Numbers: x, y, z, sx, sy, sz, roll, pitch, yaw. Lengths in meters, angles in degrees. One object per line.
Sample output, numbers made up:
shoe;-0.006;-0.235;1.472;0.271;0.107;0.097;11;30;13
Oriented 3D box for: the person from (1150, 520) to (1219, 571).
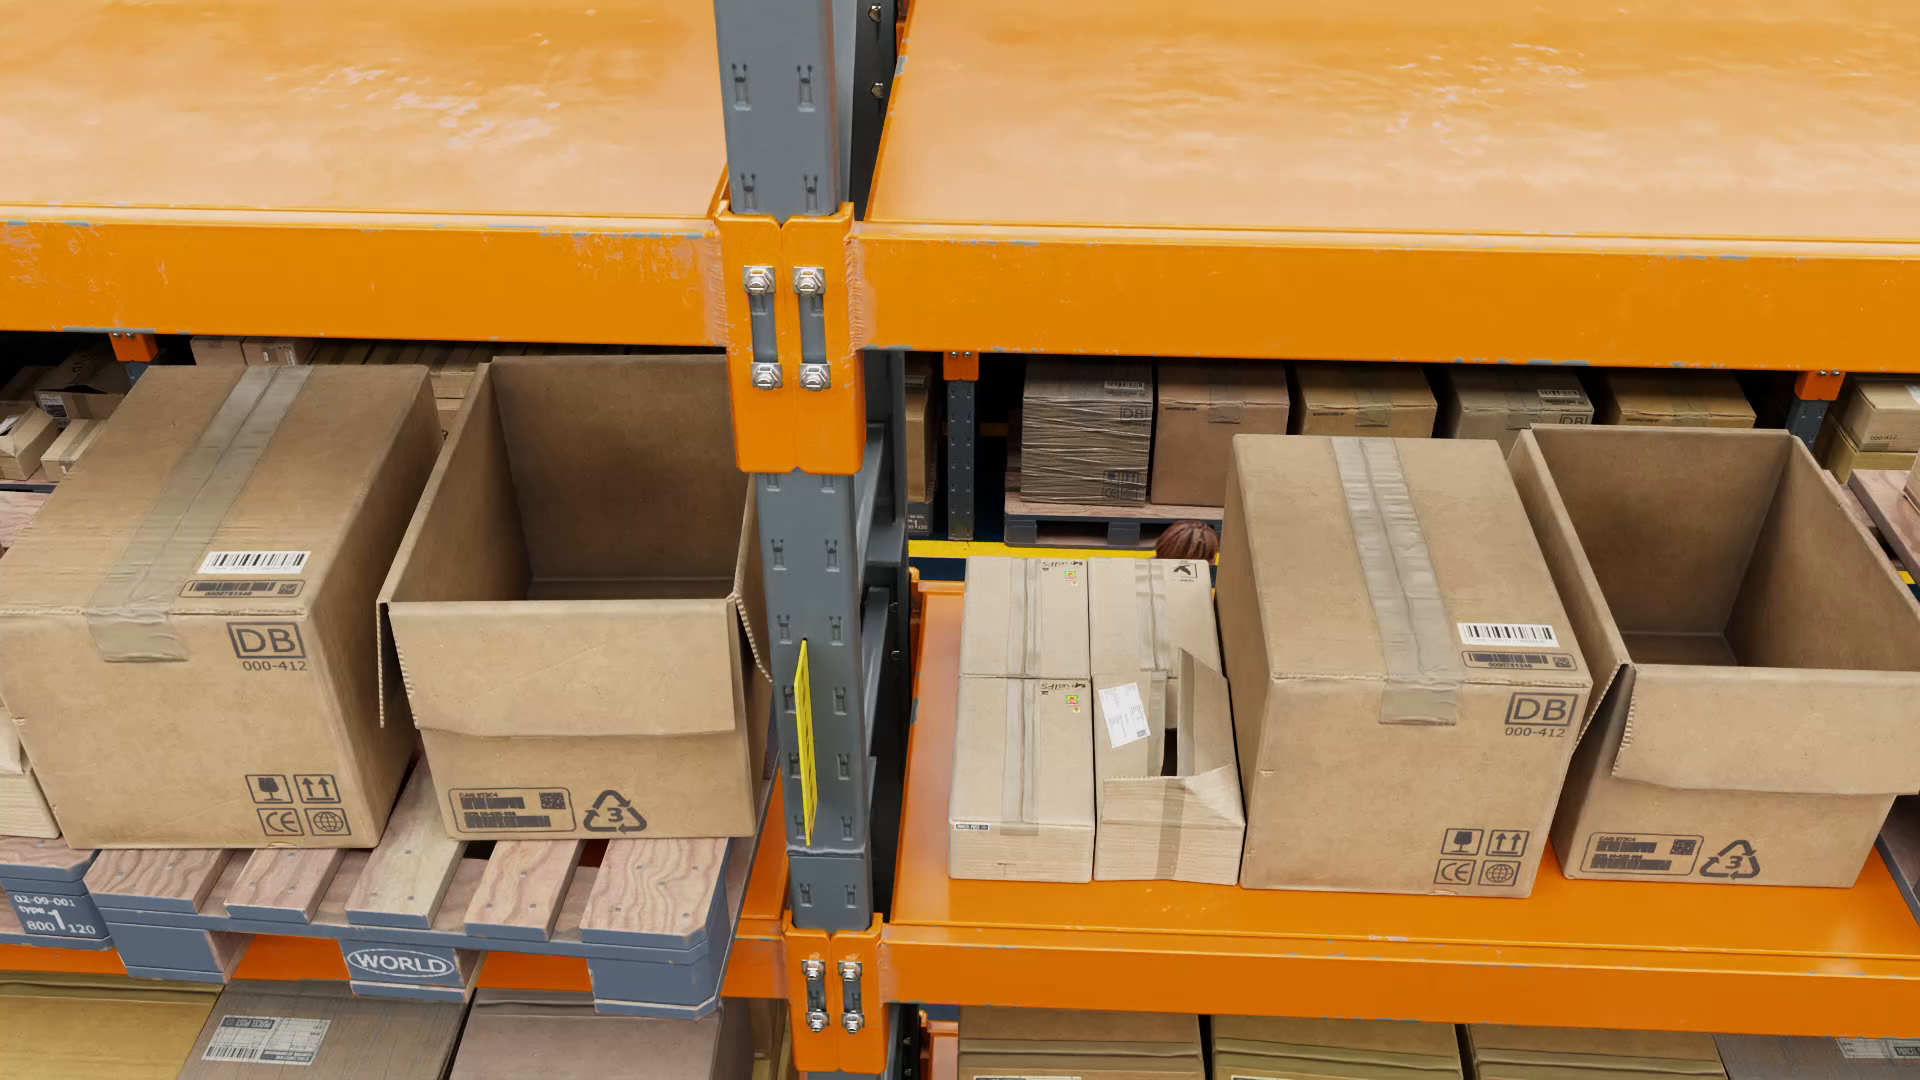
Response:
person;0.749;0.602;6.309;0.346;1.580;0.467;0;36;0
